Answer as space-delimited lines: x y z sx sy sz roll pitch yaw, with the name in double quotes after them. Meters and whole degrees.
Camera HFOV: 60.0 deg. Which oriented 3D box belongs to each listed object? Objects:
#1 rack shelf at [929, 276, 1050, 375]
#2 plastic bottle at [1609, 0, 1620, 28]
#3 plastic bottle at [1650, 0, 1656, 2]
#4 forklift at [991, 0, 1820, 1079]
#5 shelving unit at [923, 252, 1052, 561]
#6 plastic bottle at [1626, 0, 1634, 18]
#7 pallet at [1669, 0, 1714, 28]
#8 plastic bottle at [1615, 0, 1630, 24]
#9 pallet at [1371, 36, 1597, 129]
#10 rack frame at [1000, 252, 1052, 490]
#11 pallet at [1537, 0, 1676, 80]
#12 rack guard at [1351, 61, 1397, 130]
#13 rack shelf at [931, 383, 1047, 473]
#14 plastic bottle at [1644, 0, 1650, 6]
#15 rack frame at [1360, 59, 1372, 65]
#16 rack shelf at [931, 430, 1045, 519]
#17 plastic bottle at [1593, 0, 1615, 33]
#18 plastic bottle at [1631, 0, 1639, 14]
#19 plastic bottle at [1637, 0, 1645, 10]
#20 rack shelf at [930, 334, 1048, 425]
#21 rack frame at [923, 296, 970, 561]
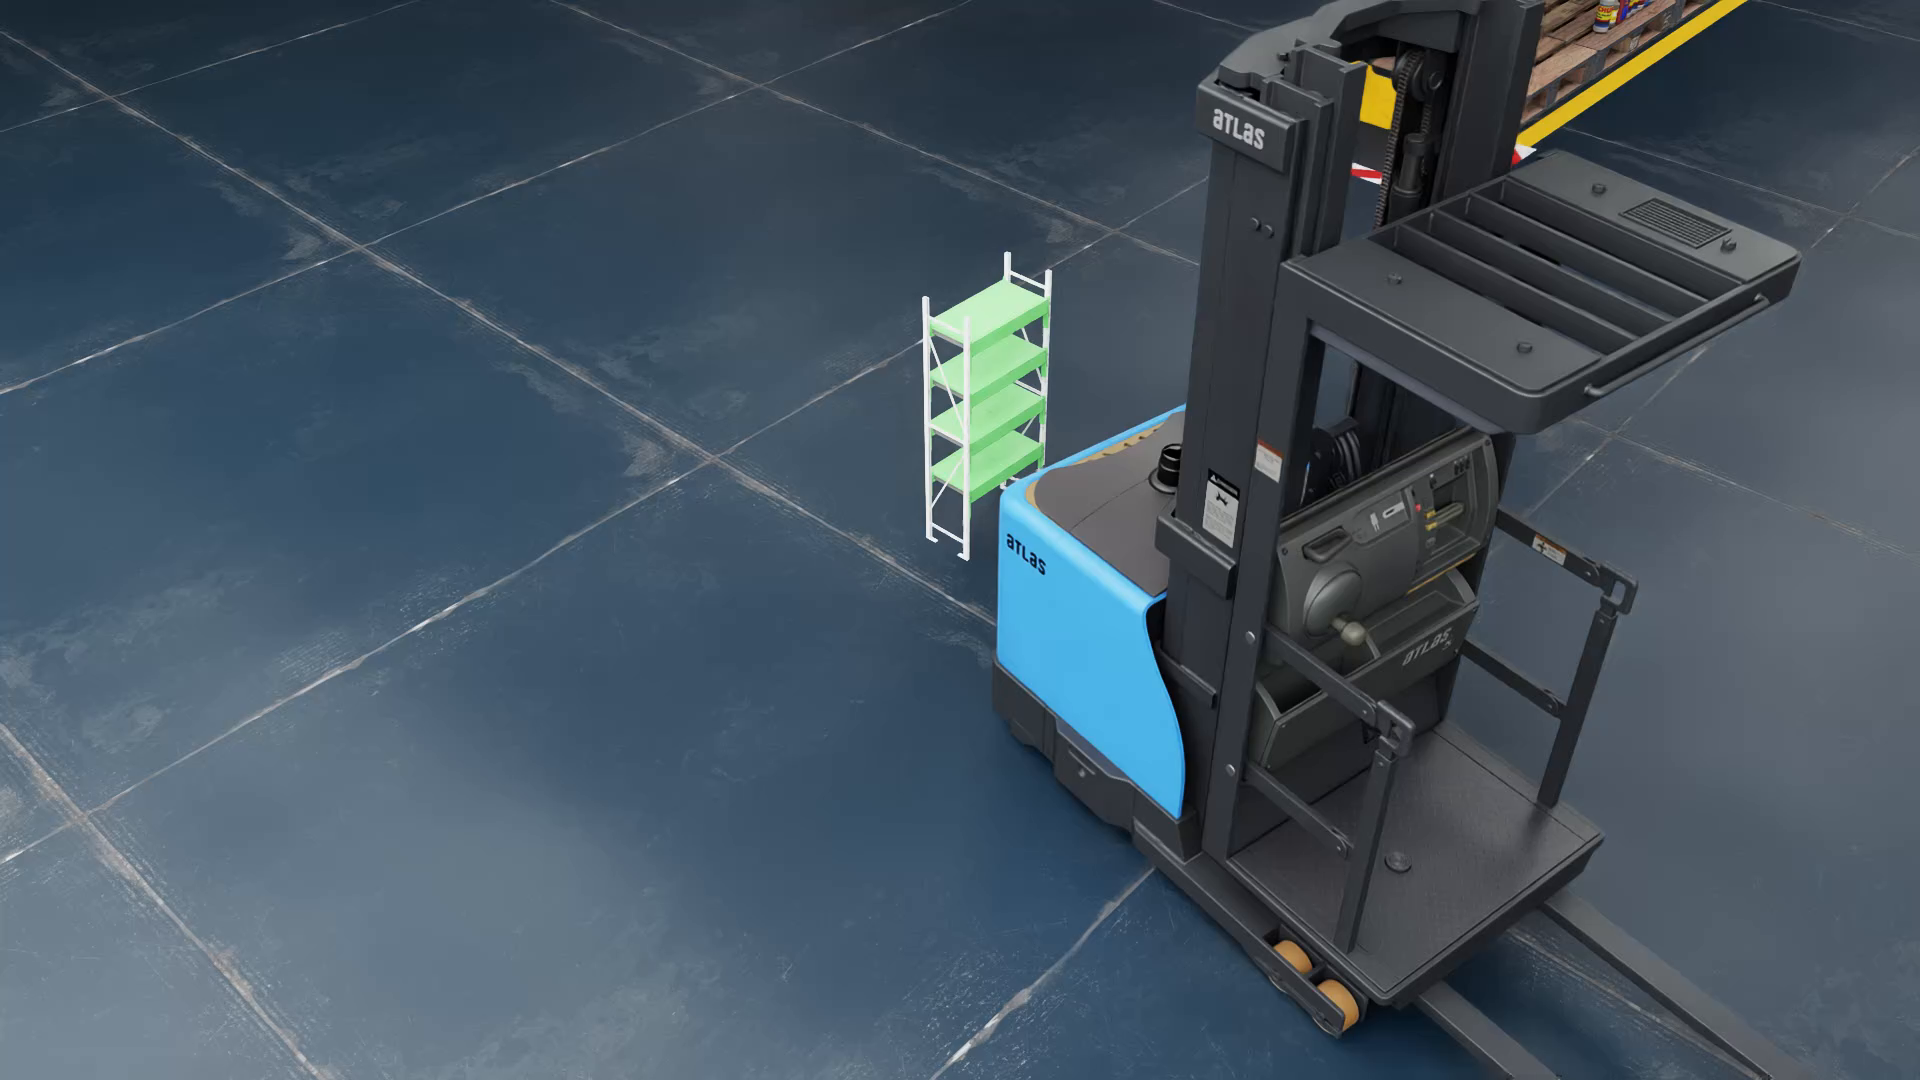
0.112 -0.871 6.713 0.258 0.148 0.480 30 47 32 "rack shelf"
4.393 -3.571 11.226 0.097 0.201 0.097 0 38 0 "plastic bottle"
4.827 -3.867 11.598 0.097 0.201 0.097 0 38 0 "plastic bottle"
1.410 0.066 4.812 1.130 2.935 3.031 -25 45 -28 "forklift"
0.112 -0.546 6.972 0.258 1.200 0.503 30 47 32 "shelving unit"
4.554 -3.708 11.342 0.097 0.271 0.097 0 38 0 "plastic bottle"
5.085 -4.200 12.362 1.003 0.211 1.213 30 47 32 "pallet"
4.489 -3.652 11.262 0.061 0.283 0.133 30 48 33 "plastic bottle"
3.439 -3.079 10.952 1.003 0.211 1.213 30 47 32 "pallet"
0.276 -0.658 7.113 0.240 1.200 0.015 30 47 32 "rack frame"
4.262 -3.637 11.654 1.003 0.211 1.213 30 47 32 "pallet"
2.887 -2.821 10.396 1.175 0.500 0.348 30 47 32 "rack guard"
0.112 -0.496 7.012 0.258 0.148 0.480 30 47 32 "rack shelf"
4.759 -3.847 11.517 0.097 0.271 0.097 0 38 0 "plastic bottle"
2.870 -3.744 9.549 1.000 3.000 0.127 30 47 32 "rack frame"
0.112 -0.308 7.161 0.258 0.148 0.480 30 47 32 "rack shelf"
4.323 -3.551 11.144 0.097 0.271 0.097 0 38 0 "plastic bottle"
4.622 -3.754 11.400 0.097 0.271 0.097 0 38 0 "plastic bottle"
4.689 -3.772 11.479 0.097 0.201 0.097 0 38 0 "plastic bottle"
0.112 -0.684 6.863 0.258 0.148 0.480 30 47 32 "rack shelf"
-0.053 -0.434 6.831 0.240 1.200 0.015 30 47 32 "rack frame"
